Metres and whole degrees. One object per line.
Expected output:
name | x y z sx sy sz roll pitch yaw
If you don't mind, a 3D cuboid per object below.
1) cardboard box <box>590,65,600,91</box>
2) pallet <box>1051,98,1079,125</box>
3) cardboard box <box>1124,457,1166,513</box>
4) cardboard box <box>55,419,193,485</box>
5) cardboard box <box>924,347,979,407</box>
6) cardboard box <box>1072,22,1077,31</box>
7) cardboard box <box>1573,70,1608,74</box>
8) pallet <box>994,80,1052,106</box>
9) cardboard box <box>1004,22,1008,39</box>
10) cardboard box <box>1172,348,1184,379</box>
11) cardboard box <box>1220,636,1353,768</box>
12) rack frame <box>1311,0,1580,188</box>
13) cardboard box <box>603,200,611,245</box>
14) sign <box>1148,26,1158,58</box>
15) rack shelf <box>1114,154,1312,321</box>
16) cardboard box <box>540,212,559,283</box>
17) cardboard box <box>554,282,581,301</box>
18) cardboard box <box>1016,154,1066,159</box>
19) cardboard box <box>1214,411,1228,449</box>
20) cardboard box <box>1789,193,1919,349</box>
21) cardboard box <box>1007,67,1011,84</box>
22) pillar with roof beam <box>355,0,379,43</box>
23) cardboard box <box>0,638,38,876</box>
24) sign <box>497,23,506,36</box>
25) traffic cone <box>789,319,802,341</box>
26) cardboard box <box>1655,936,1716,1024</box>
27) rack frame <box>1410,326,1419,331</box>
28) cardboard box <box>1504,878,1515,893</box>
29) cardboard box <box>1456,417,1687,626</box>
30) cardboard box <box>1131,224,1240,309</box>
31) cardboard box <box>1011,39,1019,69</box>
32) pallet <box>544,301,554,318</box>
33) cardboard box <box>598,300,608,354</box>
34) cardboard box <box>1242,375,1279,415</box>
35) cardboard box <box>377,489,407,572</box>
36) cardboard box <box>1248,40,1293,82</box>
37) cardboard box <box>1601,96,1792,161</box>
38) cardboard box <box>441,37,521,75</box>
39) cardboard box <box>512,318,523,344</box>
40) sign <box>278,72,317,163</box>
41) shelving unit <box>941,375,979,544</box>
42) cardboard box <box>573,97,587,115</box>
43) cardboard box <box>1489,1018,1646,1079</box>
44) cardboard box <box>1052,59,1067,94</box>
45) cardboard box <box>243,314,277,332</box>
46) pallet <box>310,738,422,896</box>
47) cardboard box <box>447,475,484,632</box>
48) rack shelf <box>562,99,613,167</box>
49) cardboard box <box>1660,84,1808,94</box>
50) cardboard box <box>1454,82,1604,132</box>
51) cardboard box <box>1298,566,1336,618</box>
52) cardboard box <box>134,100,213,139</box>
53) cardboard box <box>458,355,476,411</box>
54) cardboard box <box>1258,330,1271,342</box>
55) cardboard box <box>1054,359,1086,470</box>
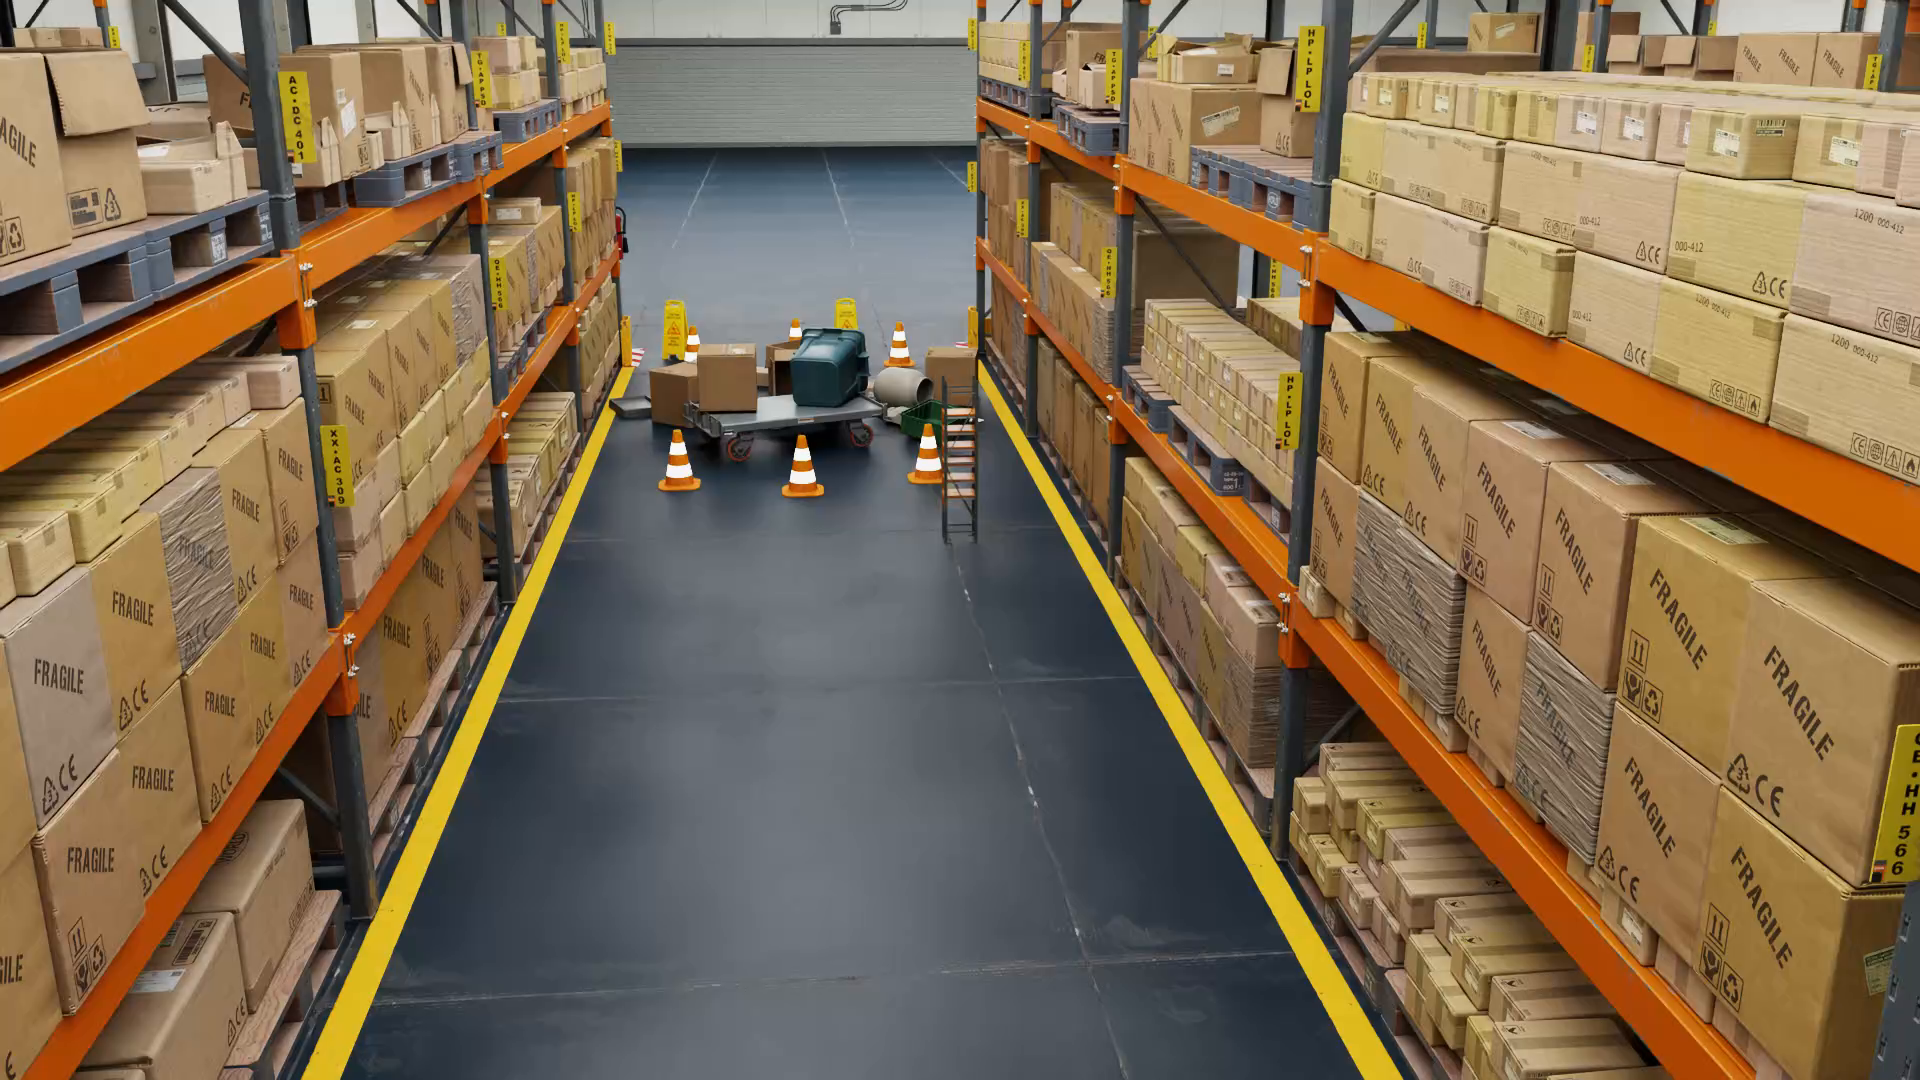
cardboard box | -3.867 -4.602 16.574 0.500 0.250 0.500 -2 18 -6
pallet | 1.244 -3.454 13.484 0.805 0.209 1.217 -2 18 -8
cardboard box | 1.343 -0.347 10.495 0.500 0.250 0.500 -3 18 -8
cardboard box | -2.599 -0.267 5.101 0.380 0.149 0.250 -2 18 -6
cardboard box | -0.081 -1.626 16.516 0.500 0.500 0.500 1 17 4
cardboard box | 1.268 -4.824 15.748 0.380 0.149 0.250 -2 18 -6
cardboard box | 5.723 -4.147 14.956 0.380 0.149 0.250 -1 17 -4
pallet | 0.904 -4.382 16.267 1.003 0.211 1.213 -2 18 -6
cardboard box | 0.616 -4.801 15.674 0.380 0.149 0.250 -2 18 -6
cardboard box | 1.450 -1.031 9.676 0.380 0.149 0.250 -2 18 -5
cardboard box | 1.598 0.777 8.167 0.500 0.500 0.500 -2 18 -7
rack frame | 1.925 -2.865 6.279 1.000 3.000 0.127 -2 18 -6
cardboard box | -3.848 -3.282 16.960 0.500 0.500 0.500 -2 18 -6
sign | 1.639 -4.234 14.259 0.100 0.325 0.005 -2 18 -6
rack shelf | 1.719 -1.687 8.734 1.077 0.370 4.000 -2 18 -6
cardboard box | -3.485 -2.315 13.178 0.500 0.500 0.500 -2 18 -5
cardboard box | -3.526 -2.187 14.555 0.380 0.149 0.250 -2 18 -6
cardboard box | 1.005 -3.409 15.976 0.875 0.550 0.550 -2 18 -6
cardboard box | 1.550 -0.583 8.746 0.380 0.149 0.250 -1 17 -3
cardboard box | 2.037 -0.538 3.292 0.500 0.250 0.500 -2 18 -7
cardboard box | 0.640 -4.347 15.558 0.380 0.149 0.250 -2 17 -5
pillar with roof beam | -7.562 -11.363 33.349 9.100 9.000 0.400 -2 18 -6
cardboard box | -2.402 0.542 3.607 0.500 0.500 0.500 -2 18 -7
sign | -4.765 -5.226 17.349 0.100 0.325 0.005 -2 18 -6
traffic cone | -1.829 -2.232 18.514 0.336 0.463 0.334 -2 18 -6
cardboard box | 1.994 1.071 4.177 0.380 0.149 0.250 -2 18 -6
rack frame | 5.632 -3.701 18.958 1.000 3.000 0.127 -2 18 -6
cardboard box | 2.288 1.336 6.474 0.380 0.149 0.250 -2 18 -5
cardboard box | 1.871 -0.069 5.058 0.500 0.500 0.500 -2 18 -8
cardboard box | 1.476 -1.853 11.236 0.700 0.500 0.500 -2 18 -6
cardboard box | 0.742 -4.425 15.143 0.500 0.250 0.500 -2 18 -6
pallet | -3.879 -1.879 13.476 1.003 0.211 1.213 -2 18 -6
cardboard box | -3.781 -2.105 16.510 0.500 0.500 0.500 -2 18 -7
cardboard box | 1.609 -0.716 8.175 0.380 0.149 0.250 -2 18 -6
cardboard box | -2.826 -0.042 7.552 0.500 0.250 0.500 -2 18 -7
cardboard box | 1.881 -2.774 9.552 0.396 0.266 0.258 -2 18 -6
cardboard box | 1.911 -1.072 4.326 0.380 0.149 0.250 -1 17 -4
cardboard box | -3.499 -3.530 12.119 0.500 0.250 0.500 -1 17 -5
cardboard box | -3.235 -1.445 11.491 0.380 0.149 0.250 -2 18 -5
sign | -2.436 -1.553 6.112 0.100 0.325 0.005 -2 18 -6
shelving unit | -0.002 -0.577 12.011 0.258 1.200 0.189 -2 18 -6
cardboard box | -3.647 -4.002 15.327 0.380 0.149 0.250 -2 18 -7
cardboard box | 1.863 1.608 5.113 0.380 0.149 0.250 -1 17 -4
cardboard box | 0.914 -3.814 13.665 0.258 0.266 0.396 -2 18 -7
cardboard box | -3.377 -0.775 7.803 0.500 0.500 0.500 -1 17 -4
pallet | -3.142 1.283 7.738 1.003 0.211 1.213 -2 18 -6
cardboard box | -3.412 0.010 9.983 0.875 0.875 0.875 -2 18 -6
rack shelf | -4.019 -3.887 15.743 1.077 0.370 4.000 -2 18 -6
cardboard box | 2.389 -1.322 5.122 0.380 0.149 0.250 -2 18 -6
cardboard box | 1.820 -1.387 5.328 0.380 0.149 0.250 -2 18 -7
cardboard box | 1.629 0.212 6.915 0.380 0.149 0.250 -1 17 -4
cardboard box | -3.288 -1.665 6.912 0.500 0.311 0.500 -2 18 -6
cardboard box | -3.041 -0.889 9.418 0.500 0.250 0.500 -2 18 -7
cardboard box | 2.046 -1.204 10.227 0.380 0.149 0.250 -1 17 -4
cardboard box | 1.349 -1.044 13.548 1.050 0.750 0.750 -2 18 -6
